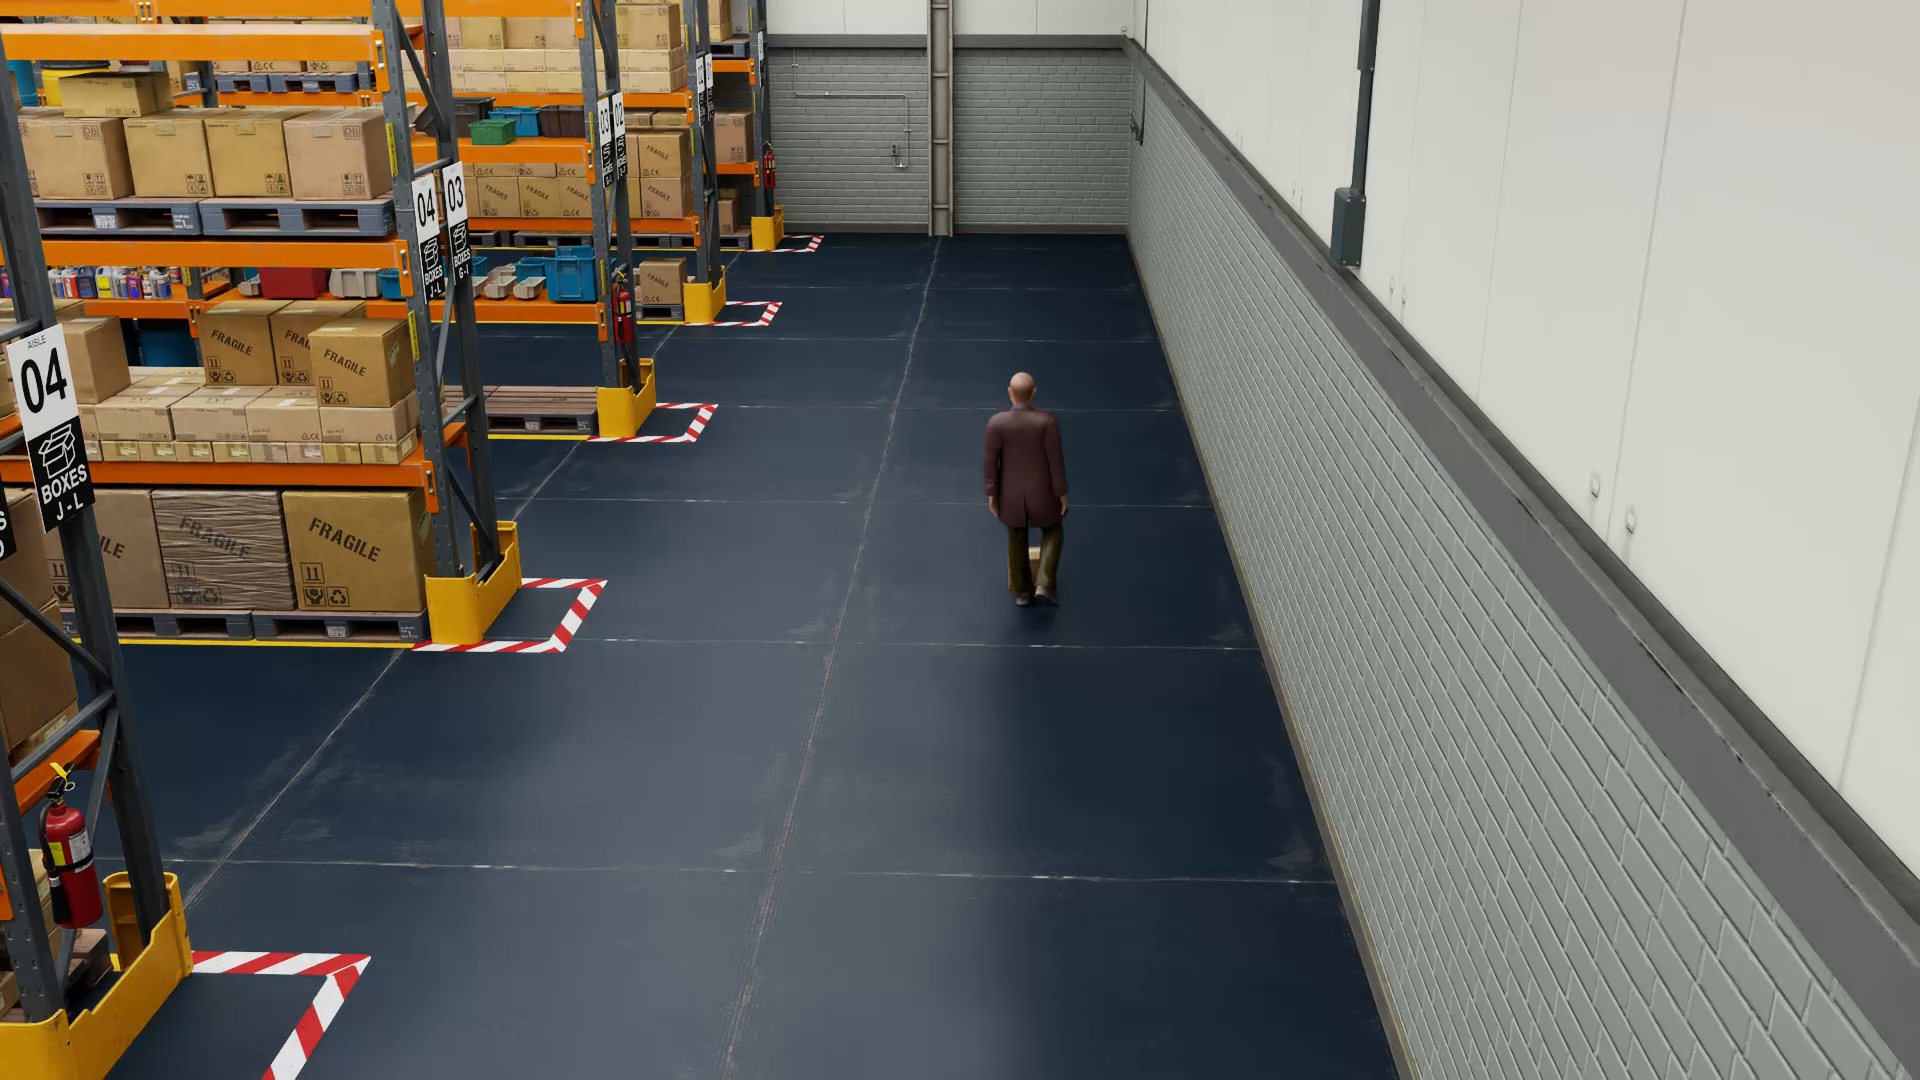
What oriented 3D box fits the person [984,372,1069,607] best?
[{"bbox_3d":[0.489,-0.358,11.996,0.604,1.772,0.632,3,21,9],"label":"person"}]
